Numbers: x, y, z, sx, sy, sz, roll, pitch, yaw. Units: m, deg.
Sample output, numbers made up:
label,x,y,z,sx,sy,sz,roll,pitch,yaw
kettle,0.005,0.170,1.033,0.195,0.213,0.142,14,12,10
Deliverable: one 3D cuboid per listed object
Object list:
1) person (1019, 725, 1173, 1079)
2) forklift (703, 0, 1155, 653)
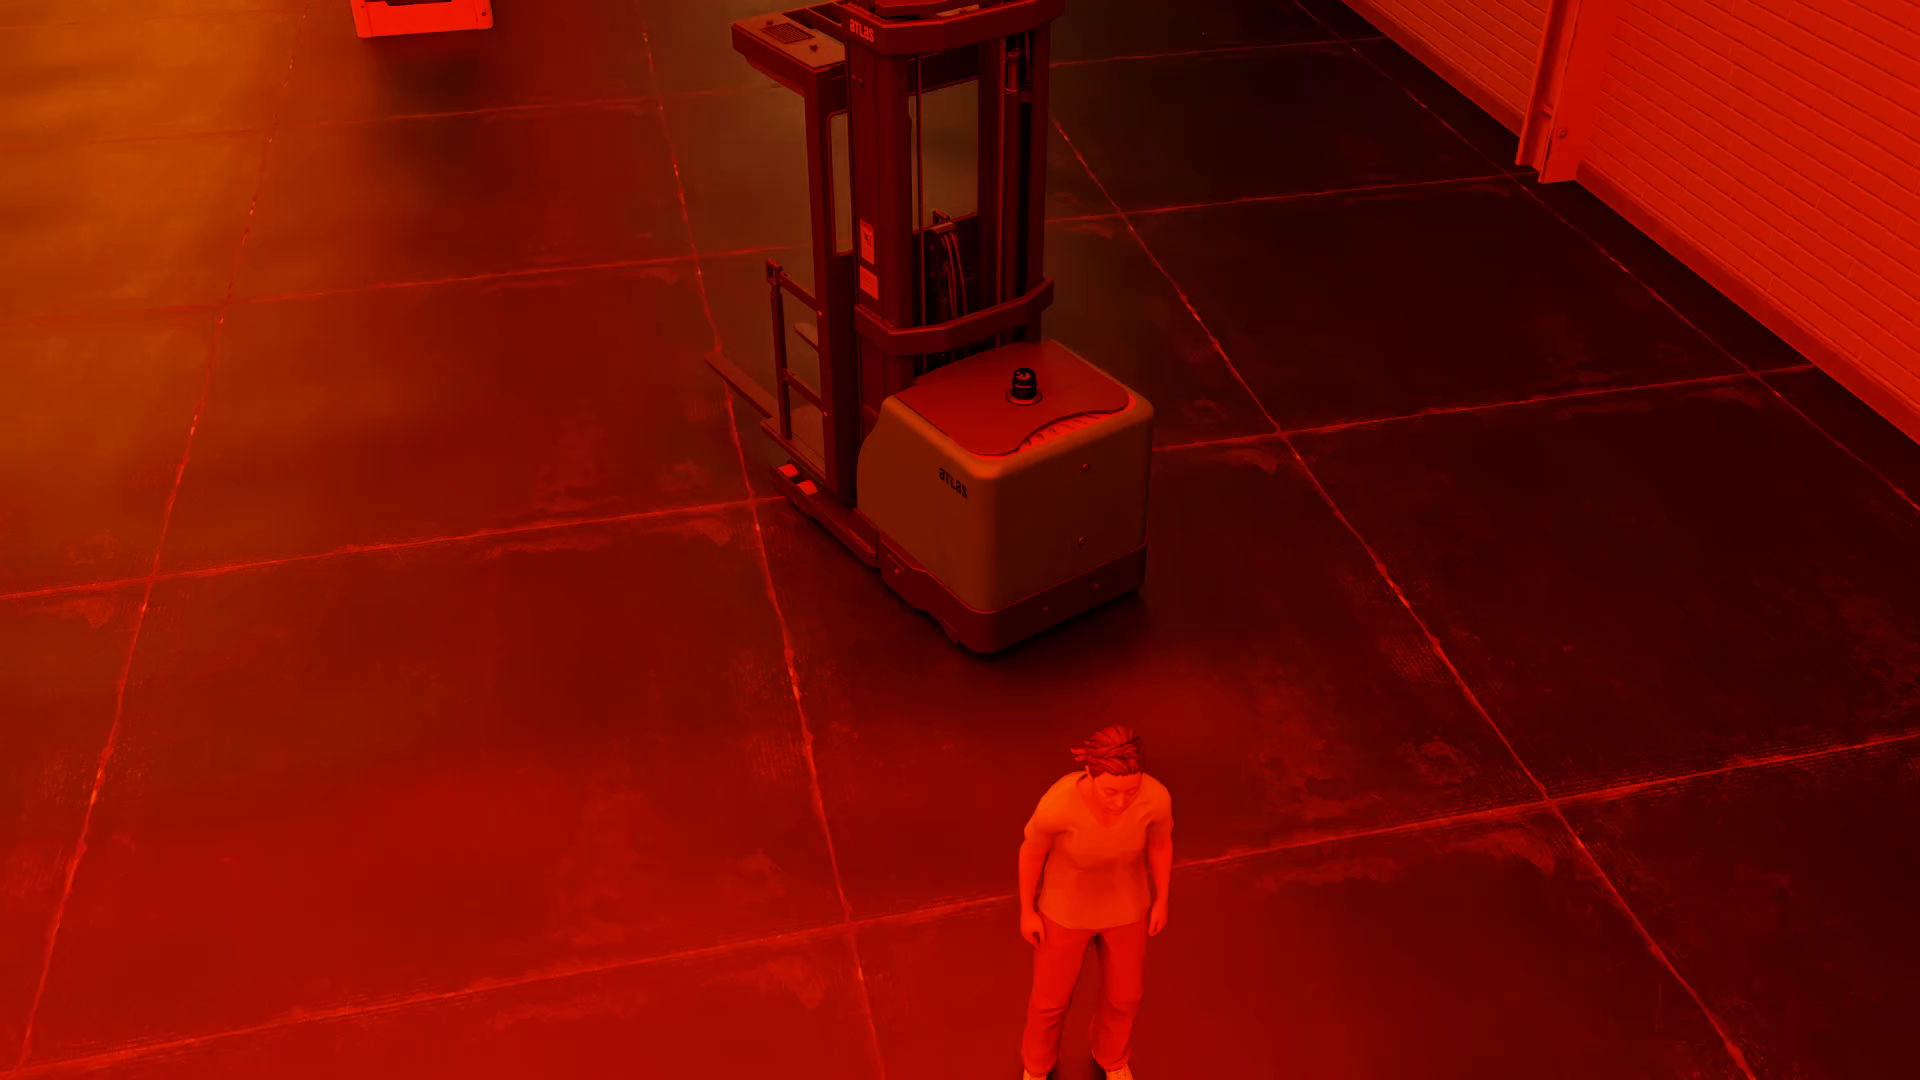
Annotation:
label,x,y,z,sx,sy,sz,roll,pitch,yaw
person,0.443,1.221,5.431,0.502,1.673,0.352,-4,36,-5
forklift,-0.350,-1.480,8.107,1.130,2.935,3.031,-22,41,-28
